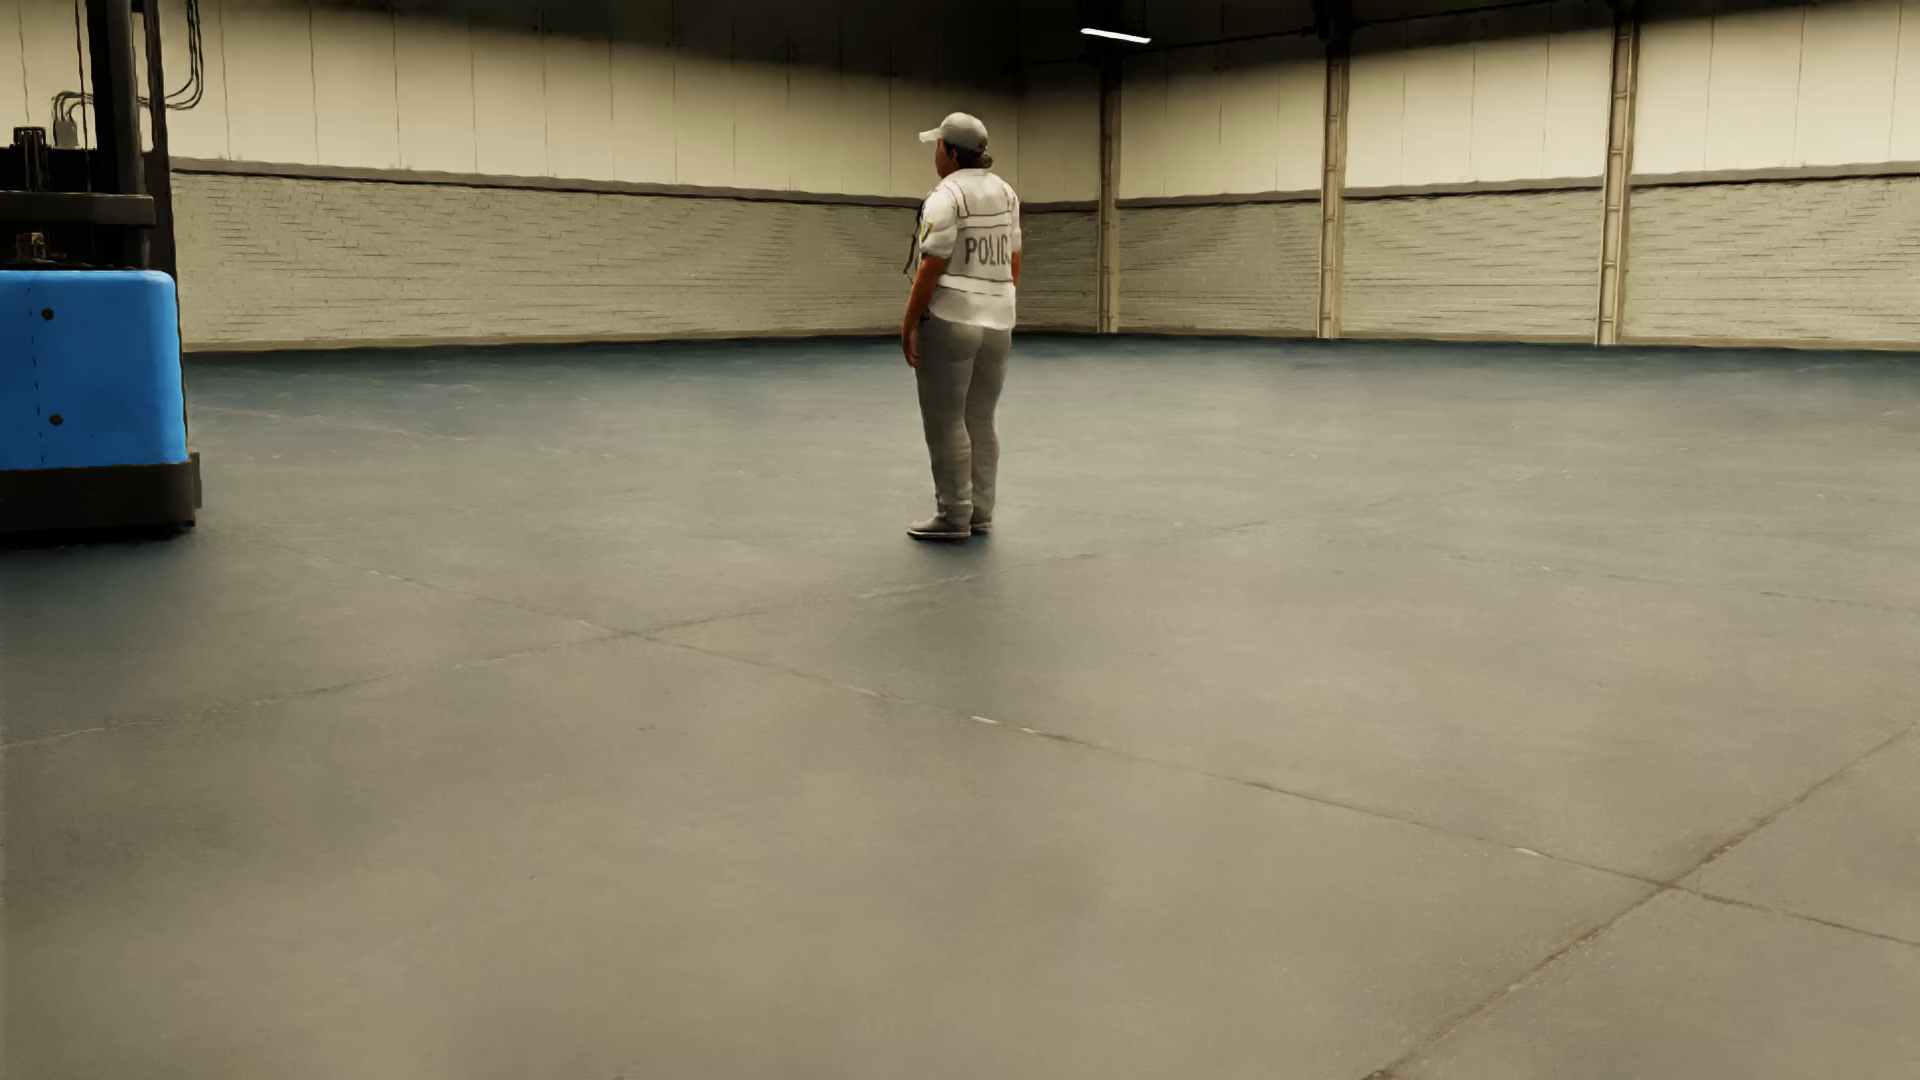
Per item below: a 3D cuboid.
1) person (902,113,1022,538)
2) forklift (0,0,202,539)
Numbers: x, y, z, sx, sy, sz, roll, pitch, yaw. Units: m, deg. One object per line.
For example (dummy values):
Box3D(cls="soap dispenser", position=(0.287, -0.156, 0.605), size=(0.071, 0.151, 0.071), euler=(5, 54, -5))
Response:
Box3D(cls="person", position=(-0.039, -0.842, 6.661), size=(0.529, 1.669, 0.598), euler=(8, 12, 43))
Box3D(cls="forklift", position=(-4.225, -1.620, 7.630), size=(1.130, 2.935, 3.031), euler=(-4, 10, -26))
